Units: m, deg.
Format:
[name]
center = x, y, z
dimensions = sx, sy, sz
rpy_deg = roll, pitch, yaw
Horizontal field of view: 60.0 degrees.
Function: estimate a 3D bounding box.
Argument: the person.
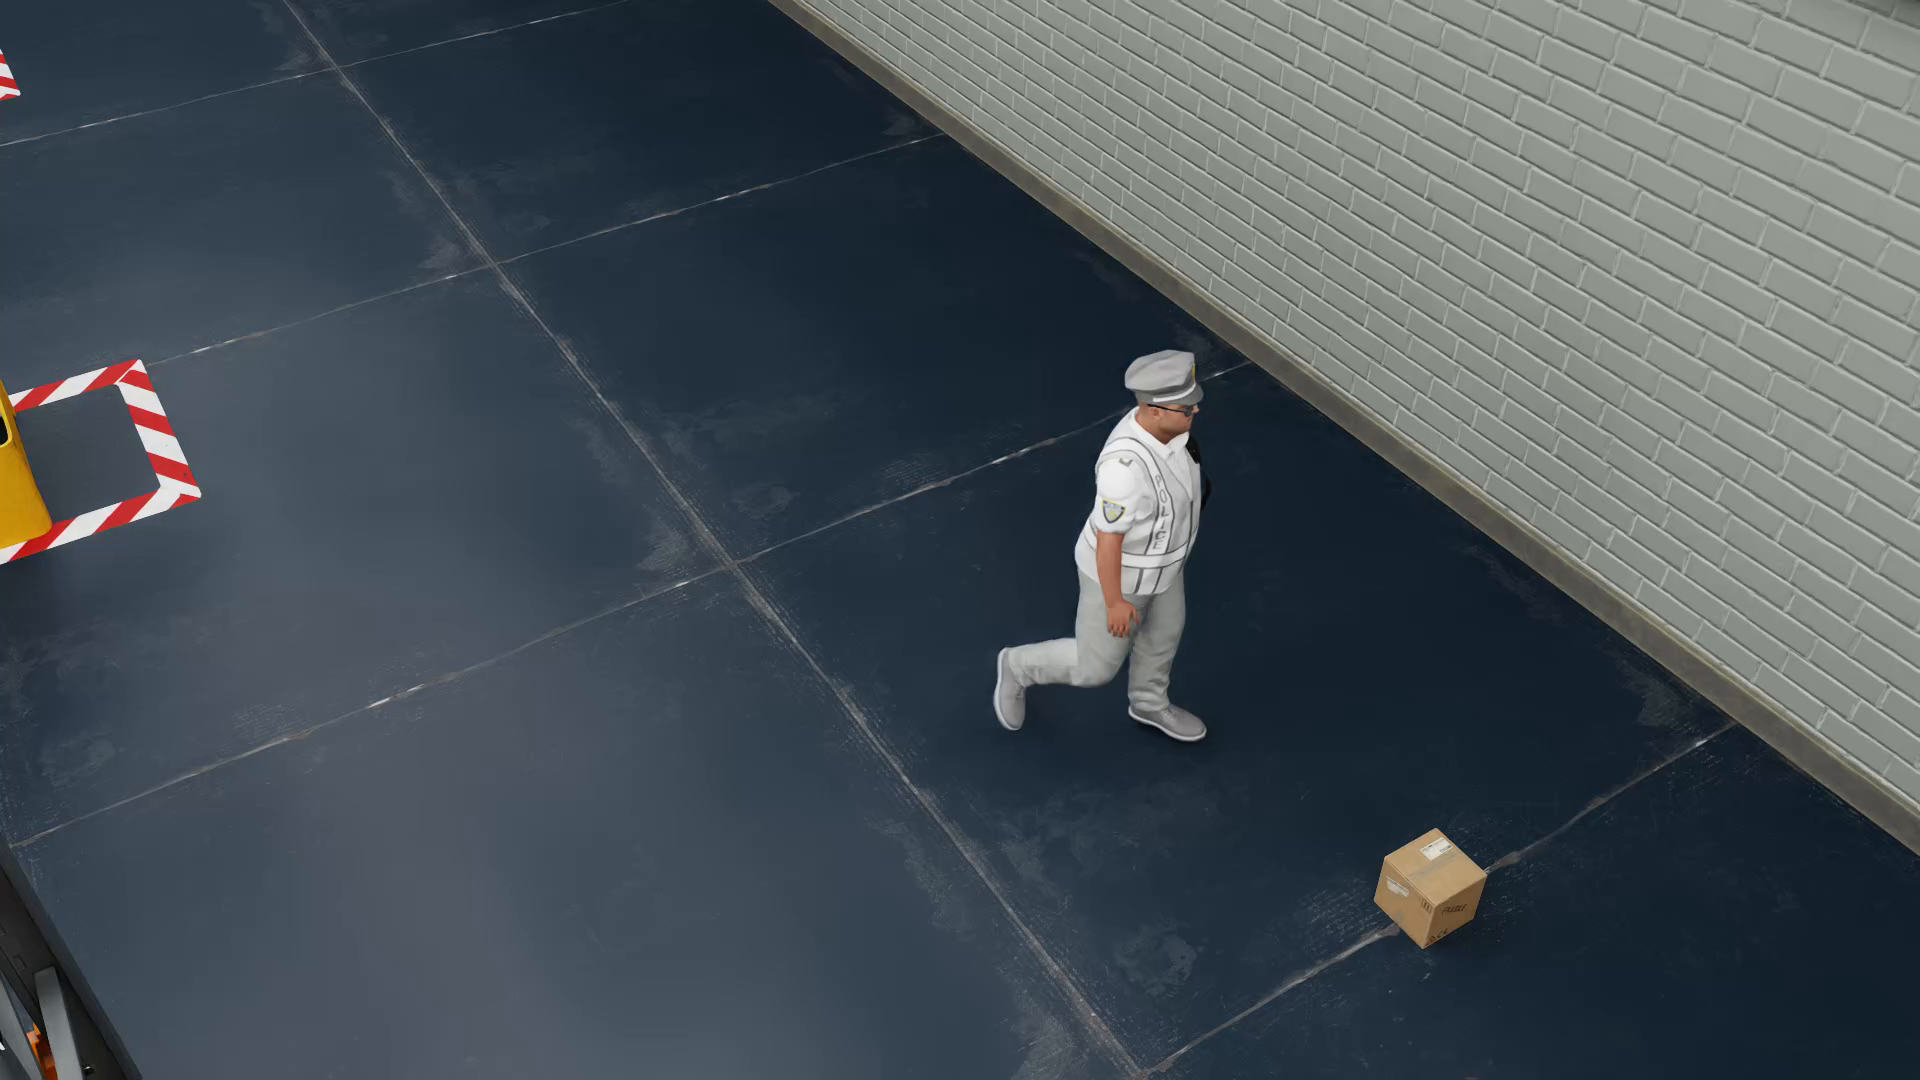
[person]
center = 0.551, 0.054, 6.052
dimensions = 0.810, 1.750, 0.586
rpy_deg = 22, 45, 23
